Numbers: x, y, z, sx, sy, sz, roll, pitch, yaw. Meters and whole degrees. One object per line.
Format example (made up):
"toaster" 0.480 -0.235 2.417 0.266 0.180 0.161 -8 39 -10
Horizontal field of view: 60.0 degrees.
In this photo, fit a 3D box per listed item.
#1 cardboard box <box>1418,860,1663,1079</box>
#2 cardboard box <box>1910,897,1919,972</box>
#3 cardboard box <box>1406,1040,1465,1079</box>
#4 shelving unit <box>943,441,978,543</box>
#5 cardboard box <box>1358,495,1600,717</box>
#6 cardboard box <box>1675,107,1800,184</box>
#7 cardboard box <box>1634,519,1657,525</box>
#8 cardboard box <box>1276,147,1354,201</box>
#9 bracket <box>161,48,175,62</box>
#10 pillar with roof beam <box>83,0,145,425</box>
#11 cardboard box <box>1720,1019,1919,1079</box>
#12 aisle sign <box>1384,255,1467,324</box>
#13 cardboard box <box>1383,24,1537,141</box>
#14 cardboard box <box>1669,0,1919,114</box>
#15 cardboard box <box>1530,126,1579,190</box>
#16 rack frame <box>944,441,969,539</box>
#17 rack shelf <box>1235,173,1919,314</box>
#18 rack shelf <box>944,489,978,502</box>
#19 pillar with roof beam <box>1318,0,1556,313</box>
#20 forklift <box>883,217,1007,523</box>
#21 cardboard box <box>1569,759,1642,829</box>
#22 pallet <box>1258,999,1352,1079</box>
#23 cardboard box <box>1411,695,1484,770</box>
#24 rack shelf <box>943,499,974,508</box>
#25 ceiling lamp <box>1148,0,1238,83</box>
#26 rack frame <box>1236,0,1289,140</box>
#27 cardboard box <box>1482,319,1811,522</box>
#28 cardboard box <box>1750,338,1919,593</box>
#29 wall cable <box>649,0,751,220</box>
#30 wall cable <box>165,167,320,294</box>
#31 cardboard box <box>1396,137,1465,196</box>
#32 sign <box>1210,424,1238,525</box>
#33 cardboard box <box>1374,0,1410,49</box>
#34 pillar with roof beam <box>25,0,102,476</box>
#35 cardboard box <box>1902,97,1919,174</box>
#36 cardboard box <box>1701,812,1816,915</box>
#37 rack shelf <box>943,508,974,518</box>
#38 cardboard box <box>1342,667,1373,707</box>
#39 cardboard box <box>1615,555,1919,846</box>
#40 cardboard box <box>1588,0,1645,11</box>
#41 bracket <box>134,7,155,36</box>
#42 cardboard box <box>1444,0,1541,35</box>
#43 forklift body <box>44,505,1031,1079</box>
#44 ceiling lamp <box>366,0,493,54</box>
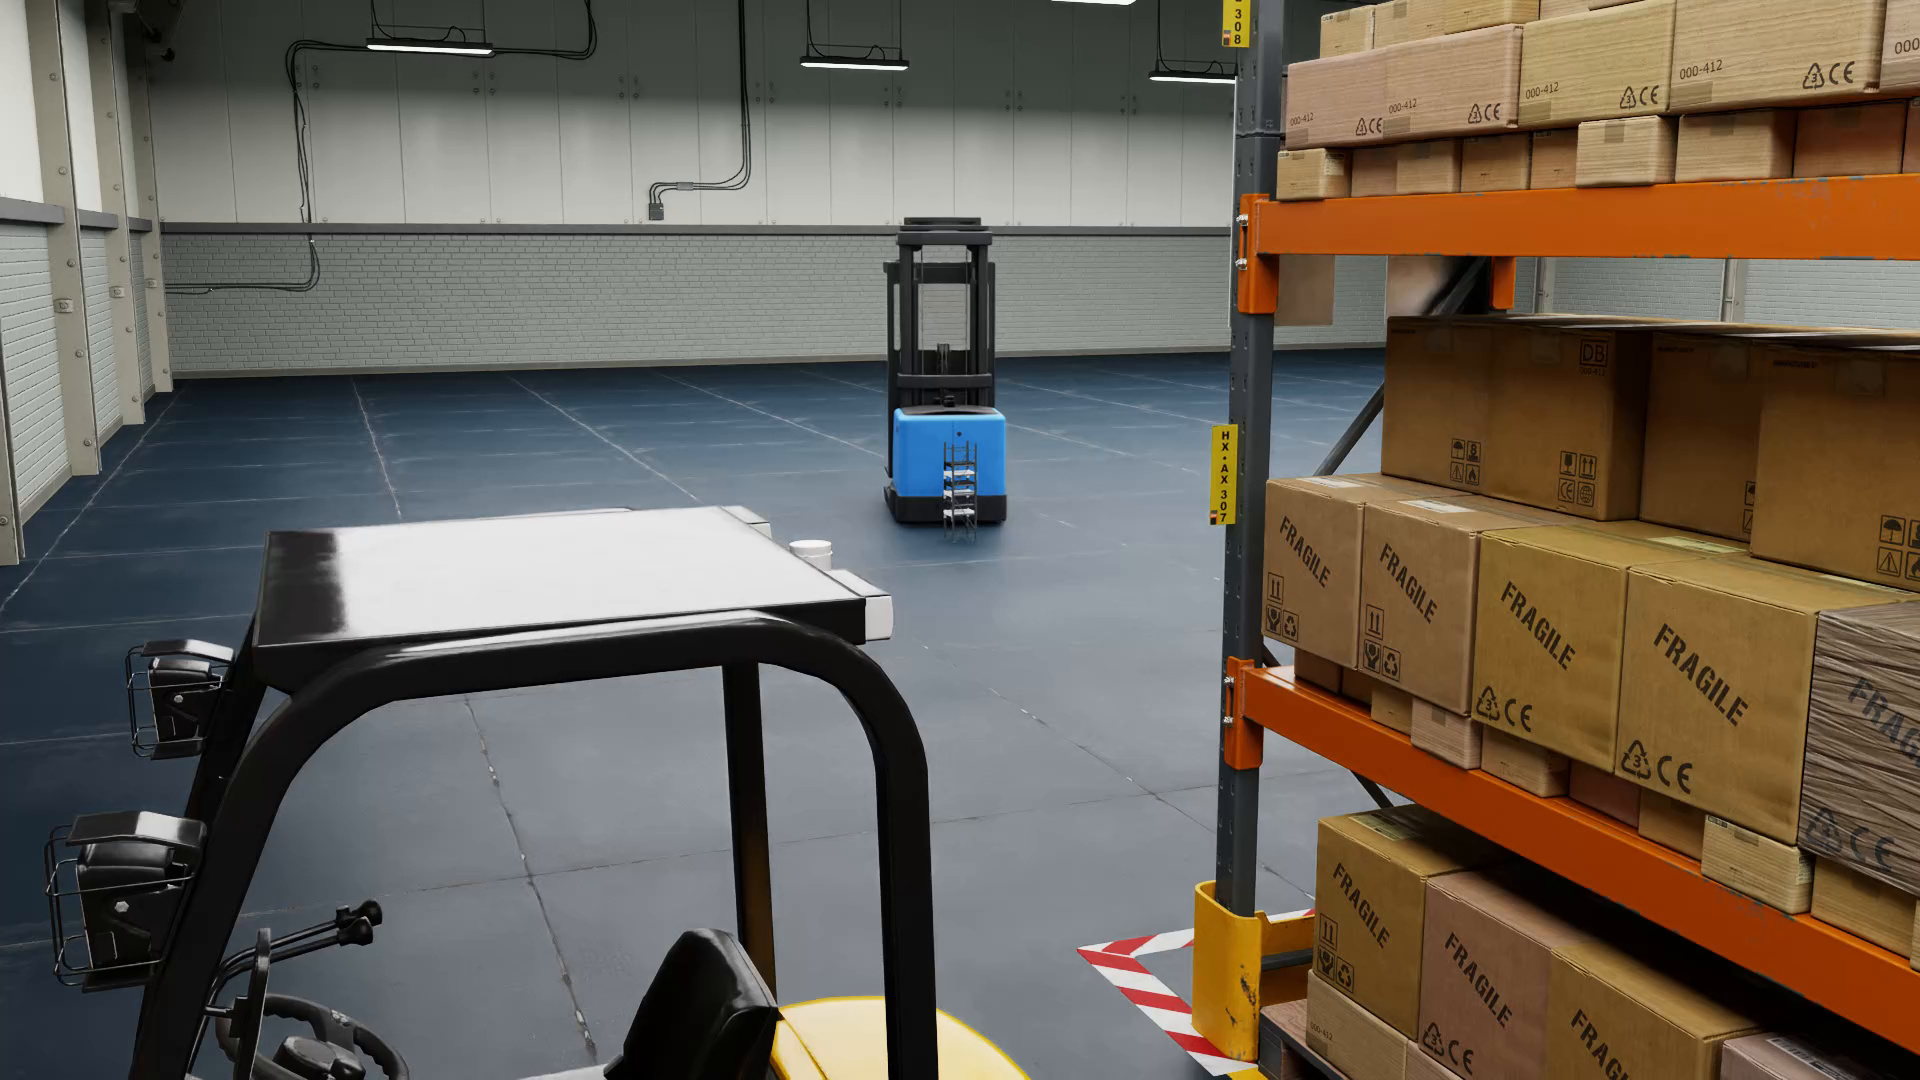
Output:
"cardboard box" 1.603 1.196 4.471 0.500 0.500 0.500 -4 11 -23
"cardboard box" 2.043 0.758 3.141 0.380 0.149 0.250 -4 11 -22
"cardboard box" 1.578 1.560 4.566 0.500 0.250 0.500 -3 11 -19
"shelving unit" 0.003 -0.442 15.164 0.258 0.900 0.210 -4 11 -21
"cardboard box" 1.469 0.164 4.629 0.500 0.500 0.500 -4 11 -19
"cardboard box" 1.788 -0.847 3.599 0.380 0.149 0.250 -4 11 -22
"cardboard box" 1.996 0.138 4.776 0.500 0.500 0.500 -4 11 -21
"cardboard box" 1.183 -1.098 5.011 0.380 0.149 0.250 -4 11 -21
"bracket" -15.397 -9.433 32.307 0.235 0.232 0.430 -4 11 -21
"pillar with roof beam" -8.532 -6.478 25.970 9.100 9.000 0.548 -4 11 -21
"cardboard box" 1.979 1.365 3.521 0.500 0.500 0.500 -3 11 -18
"aisle sign" 1.613 -1.128 5.604 0.394 0.787 0.004 -4 11 -21
"cardboard box" 1.473 -1.187 4.374 0.500 0.250 0.500 -4 11 -22
"cardboard box" 1.851 -1.020 3.432 0.500 0.250 0.500 -4 11 -20
"cardboard box" 1.638 -0.934 4.086 0.380 0.149 0.250 -4 11 -23
"rack frame" -0.034 -0.458 15.257 0.240 0.900 0.006 -4 11 -21
"rack shelf" 2.090 -0.616 3.637 1.077 0.370 4.000 -4 11 -21
"rack shelf" 0.003 -0.409 15.170 0.258 0.077 0.200 -4 11 -21
"pillar with roof beam" 10.628 -8.910 39.643 9.100 9.000 0.548 -4 11 -21
"forklift" -0.214 -1.817 17.097 1.130 2.935 3.031 -1 10 -6
"cardboard box" 1.747 0.585 4.113 0.380 0.149 0.250 -4 11 -19
"pallet" 1.655 1.700 5.088 1.003 0.211 1.213 -4 11 -21
"cardboard box" 1.470 0.506 4.560 0.380 0.149 0.250 -4 11 -20
"rack shelf" 0.003 -0.320 15.185 0.258 0.077 0.200 -4 11 -21
"ceiling lamp" 4.576 -10.645 32.733 2.000 3.185 0.800 -4 11 -21
"rack frame" 1.366 -2.773 5.146 1.000 3.000 0.127 -4 11 -21
"cardboard box" 1.931 -0.355 4.691 0.700 0.500 0.500 -4 11 -20
"cardboard box" 2.263 -0.188 3.753 0.700 0.500 0.500 -4 11 -21
"wall cable" -5.700 -10.023 36.190 2.305 6.003 0.169 -4 11 -21
"wall cable" -14.553 -6.220 33.387 3.097 2.526 0.112 -4 11 -21
"cardboard box" 1.426 -1.016 4.546 0.380 0.149 0.250 -4 11 -19
"sign" 0.860 -0.212 5.402 0.100 0.325 0.005 -4 11 -21
"cardboard box" 1.410 -1.454 4.737 0.380 0.149 0.250 -4 11 -21
"pillar with roof beam" -6.357 -5.498 20.465 9.100 9.000 0.400 -4 11 -21
"cardboard box" 2.042 -0.769 3.159 0.380 0.149 0.250 -4 11 -20
"cardboard box" 1.851 0.675 3.609 0.380 0.149 0.250 -4 11 -20
"rack shelf" 0.003 -0.232 15.201 0.258 0.077 0.200 -4 11 -21
"cardboard box" 1.401 0.413 5.082 0.380 0.149 0.250 -4 11 -20
"cardboard box" 1.847 0.329 3.698 0.500 0.500 0.500 -4 11 -22
"cardboard box" 1.663 -1.282 3.766 0.380 0.149 0.250 -4 11 -19
"bracket" -13.303 -8.490 27.007 0.076 0.066 4.783 -4 11 -21
"cardboard box" 1.465 -1.364 4.228 0.380 0.149 0.250 -4 11 -21
"forklift body" -0.872 1.107 2.883 2.313 2.155 1.214 -4 11 -21
"ceiling lamp" -8.891 -9.728 27.578 2.000 3.185 0.800 -4 11 -21
